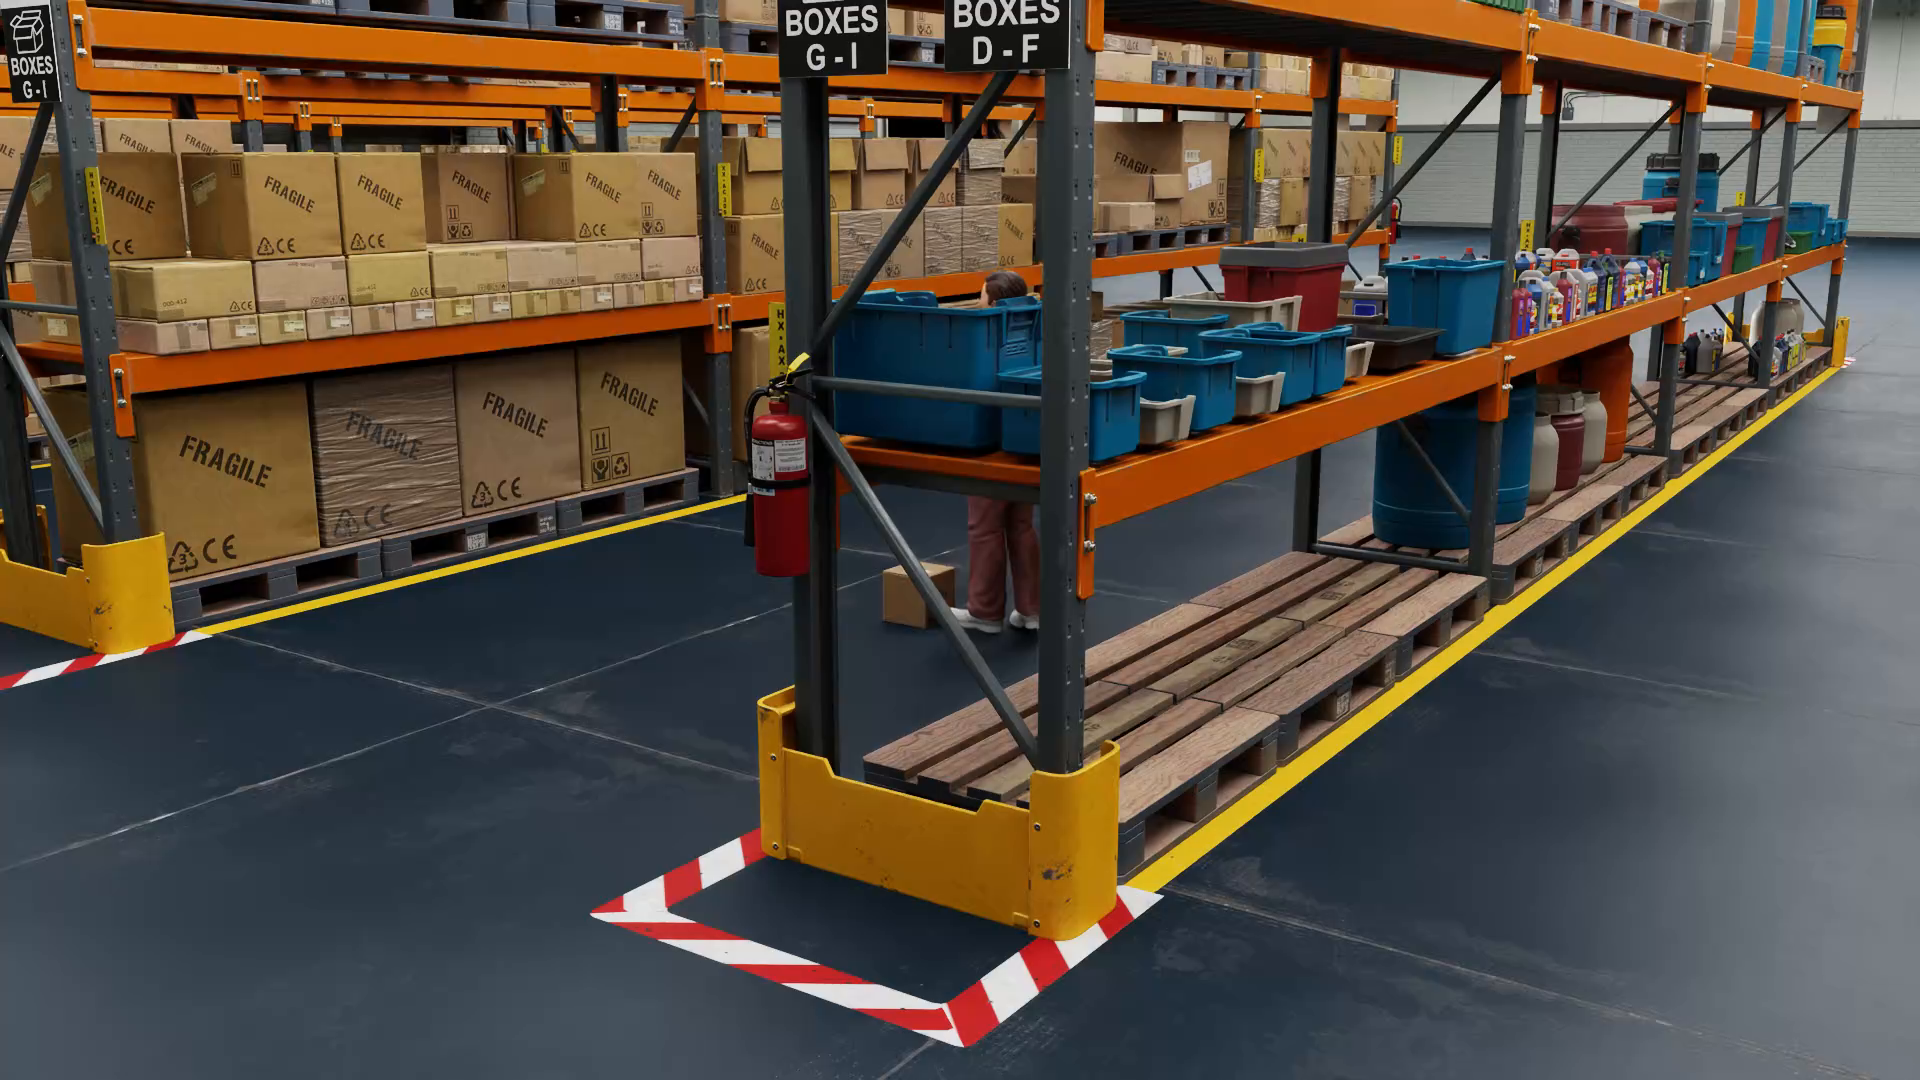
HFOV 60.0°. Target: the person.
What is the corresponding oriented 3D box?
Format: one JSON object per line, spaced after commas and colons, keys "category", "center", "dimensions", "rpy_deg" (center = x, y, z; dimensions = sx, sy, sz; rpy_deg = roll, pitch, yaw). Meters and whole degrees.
{"category": "person", "center": [0.172, -0.395, 7.624], "dimensions": [0.469, 1.683, 0.502], "rpy_deg": [11, 17, 40]}
